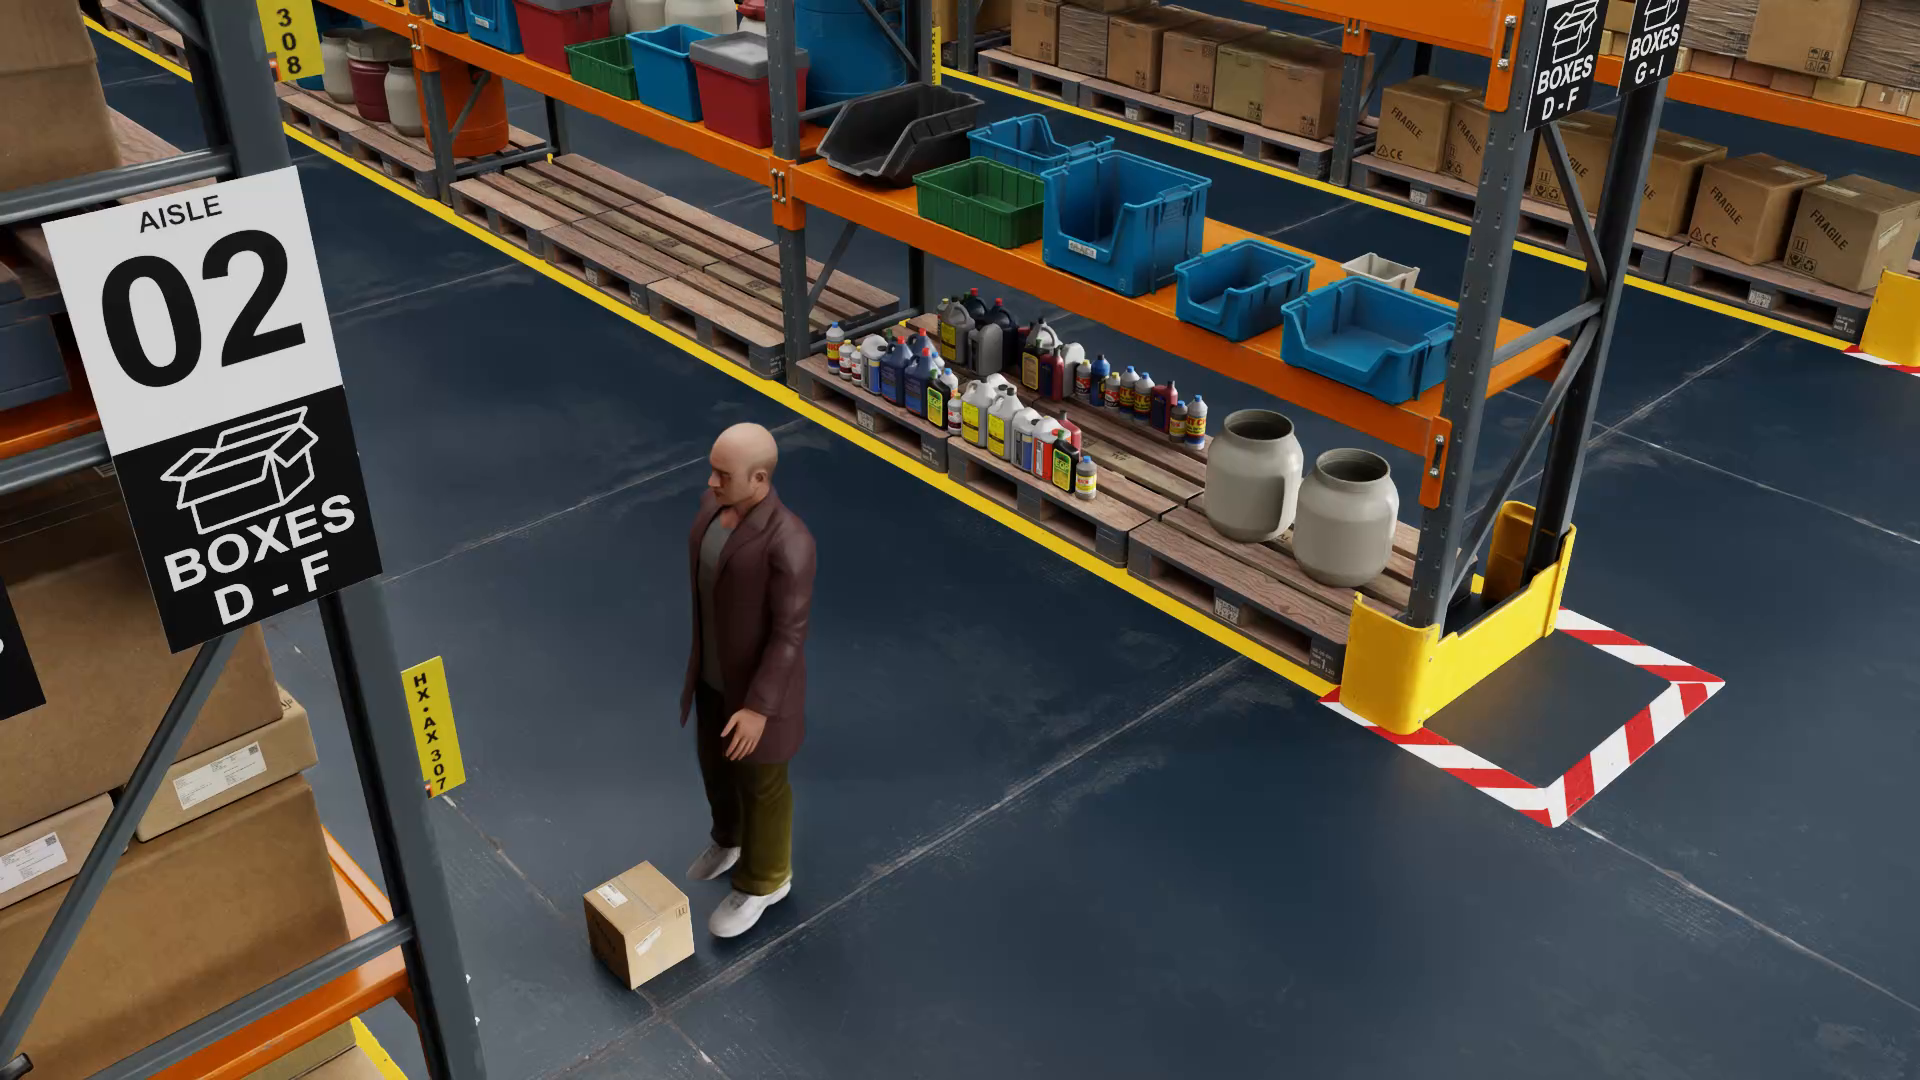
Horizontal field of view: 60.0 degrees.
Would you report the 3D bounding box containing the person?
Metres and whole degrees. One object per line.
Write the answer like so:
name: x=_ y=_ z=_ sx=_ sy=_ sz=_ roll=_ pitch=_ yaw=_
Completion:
person: x=-0.742 y=0.483 z=5.382 sx=0.499 sy=1.838 sz=0.589 roll=-25 pitch=39 yaw=-35
